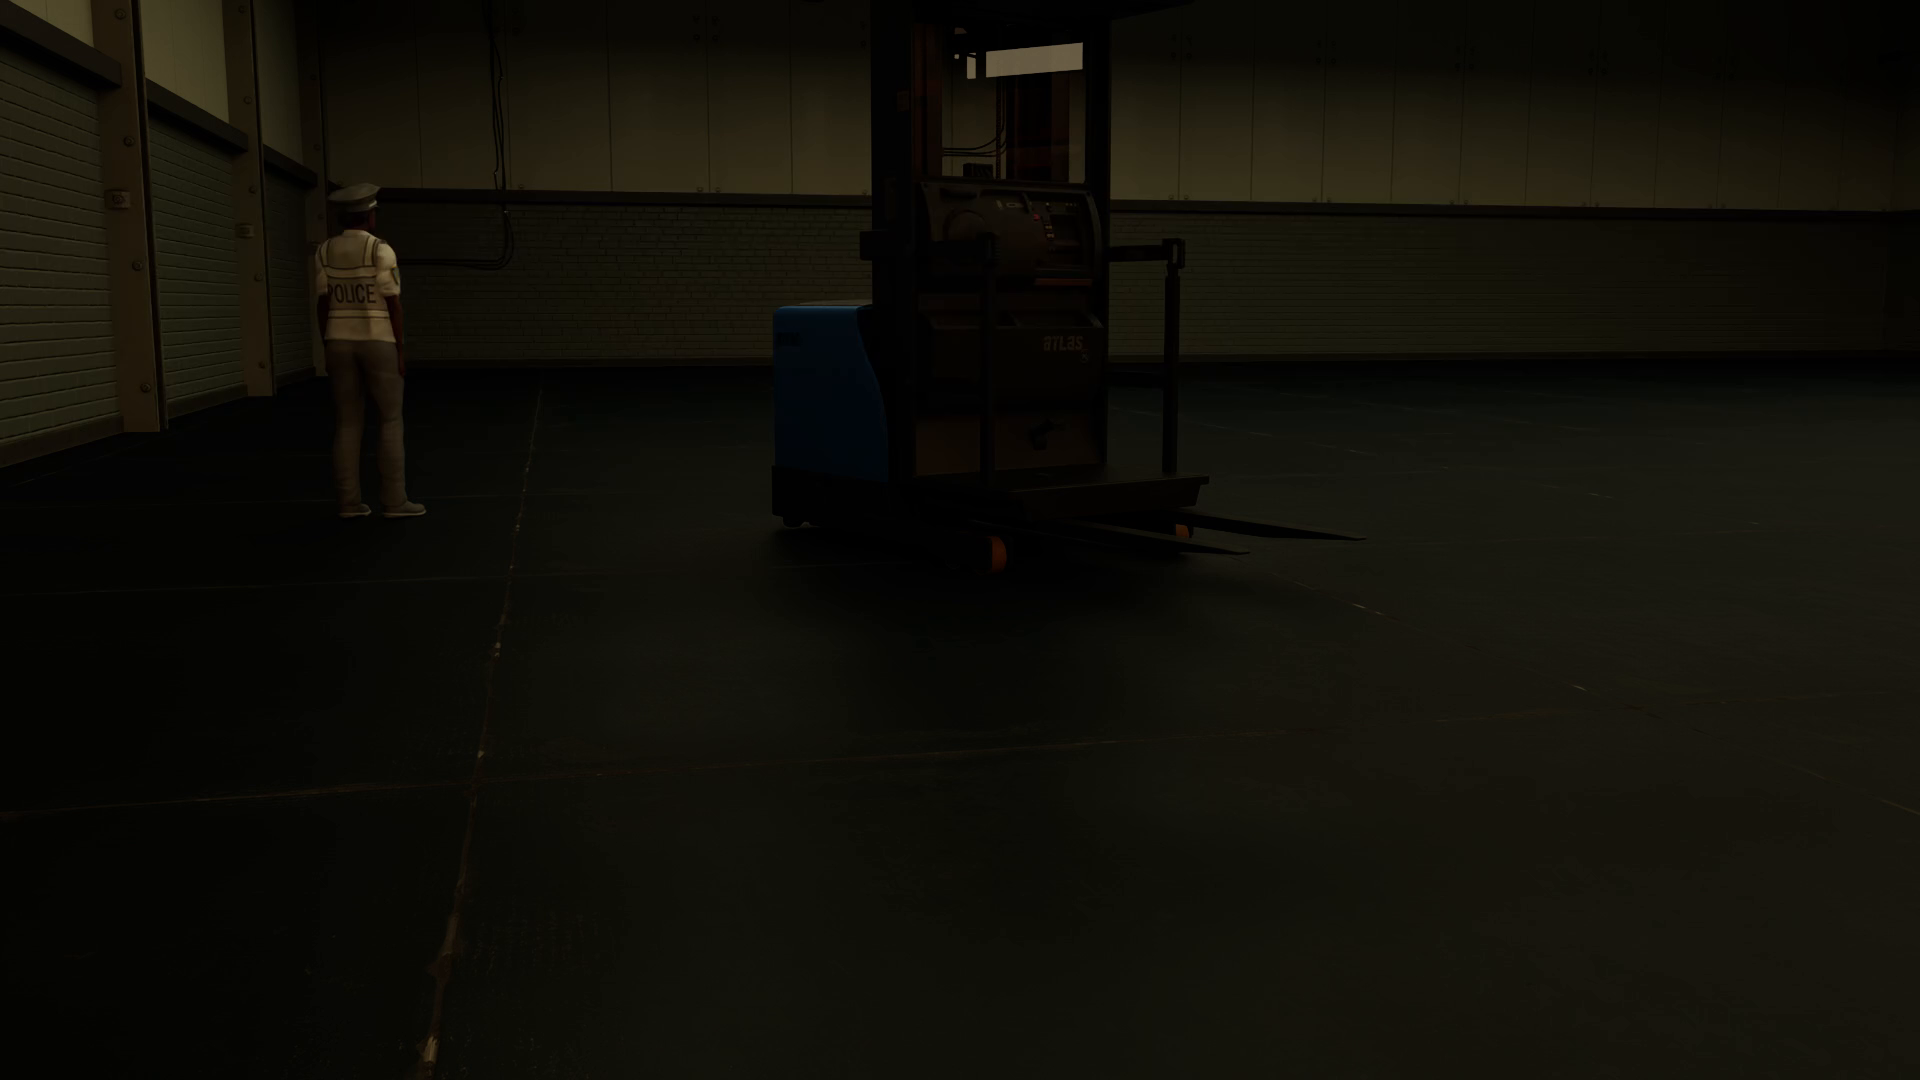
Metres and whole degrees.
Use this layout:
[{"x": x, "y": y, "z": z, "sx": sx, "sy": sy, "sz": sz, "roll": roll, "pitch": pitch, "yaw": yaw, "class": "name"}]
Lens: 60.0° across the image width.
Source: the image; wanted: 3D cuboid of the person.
[{"x": -3.003, "y": -0.949, "z": 8.423, "sx": 0.446, "sy": 1.689, "sz": 0.341, "roll": 1, "pitch": 8, "yaw": 6, "class": "person"}]

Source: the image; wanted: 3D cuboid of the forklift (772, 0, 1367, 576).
[{"x": 0.355, "y": -1.383, "z": 7.015, "sx": 1.130, "sy": 2.935, "sz": 3.031, "roll": -6, "pitch": 10, "yaw": -35, "class": "forklift"}]
